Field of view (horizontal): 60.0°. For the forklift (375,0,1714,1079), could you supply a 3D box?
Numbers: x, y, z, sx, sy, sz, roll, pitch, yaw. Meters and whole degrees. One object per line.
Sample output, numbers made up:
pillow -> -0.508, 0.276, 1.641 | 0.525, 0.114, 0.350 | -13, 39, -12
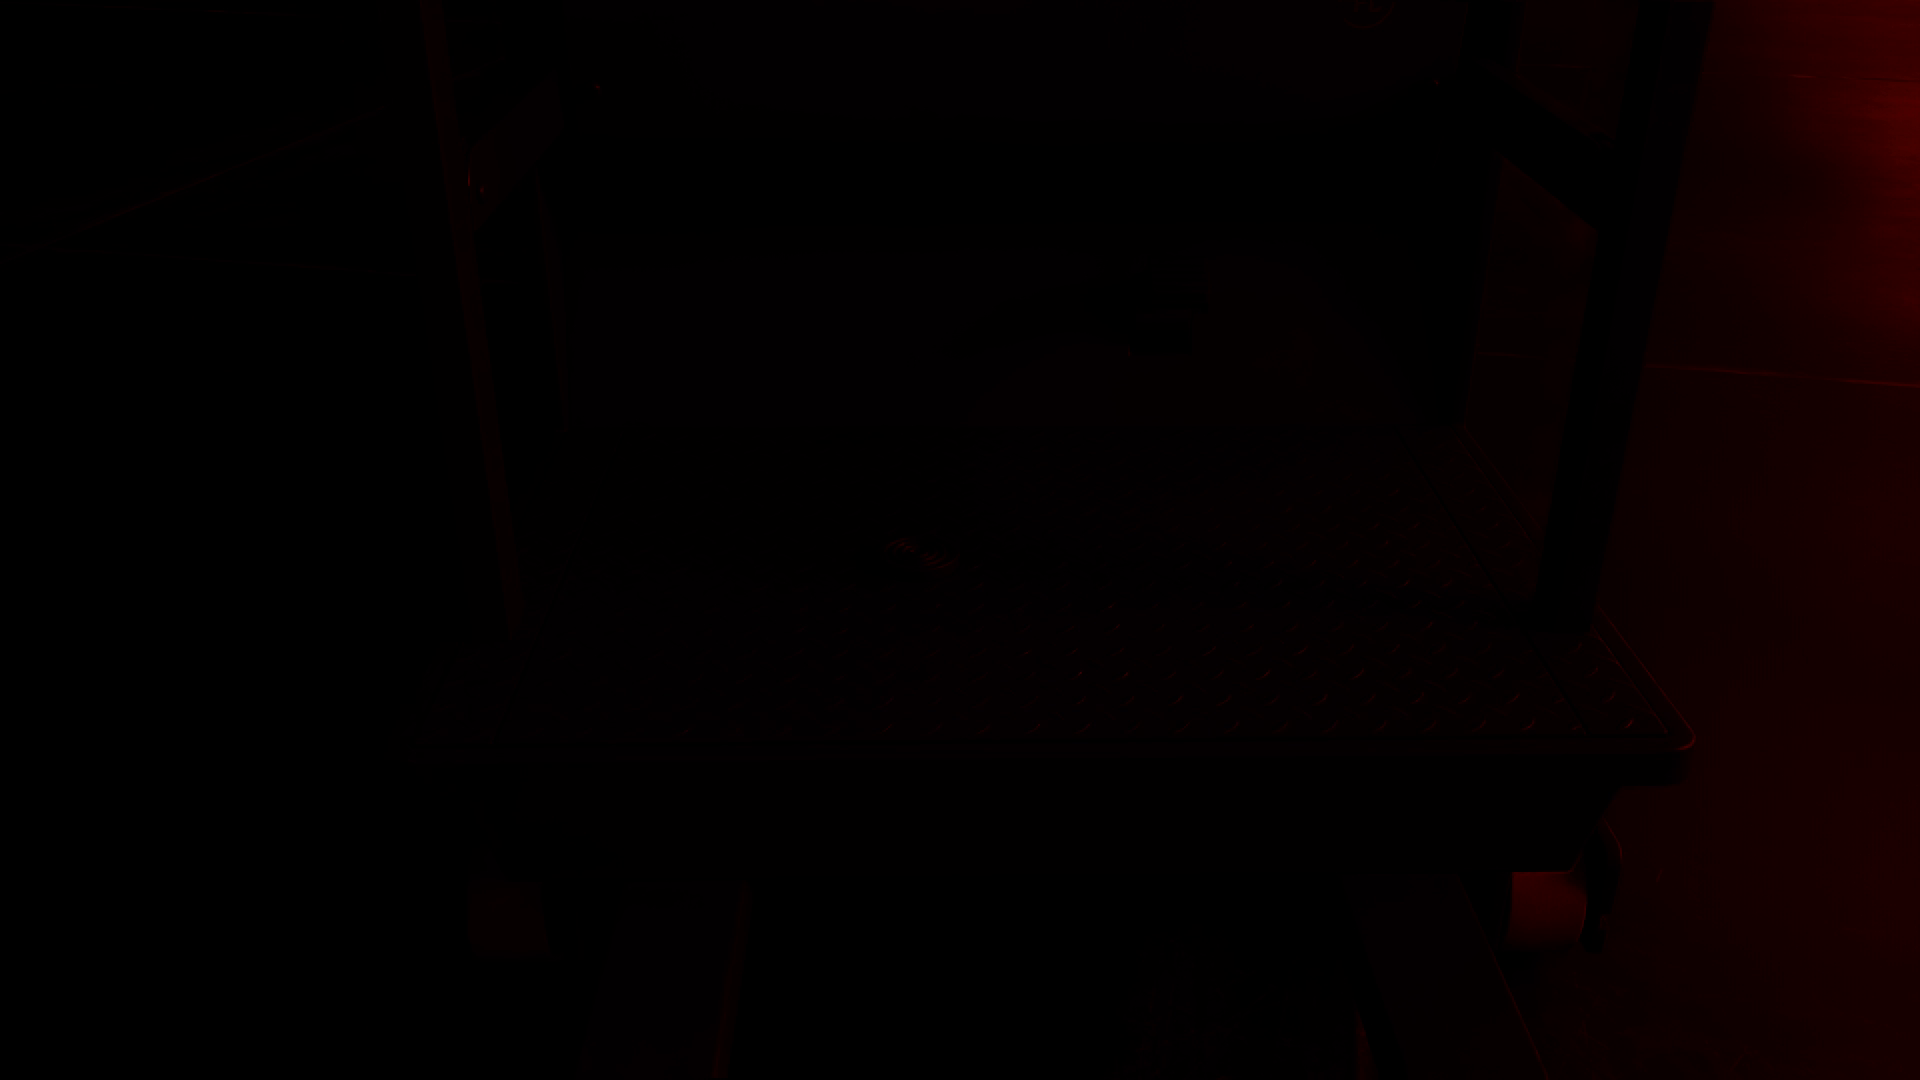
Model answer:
forklift -> 0.062, -1.029, 1.285 | 1.130, 2.935, 3.031 | 0, 27, -1
